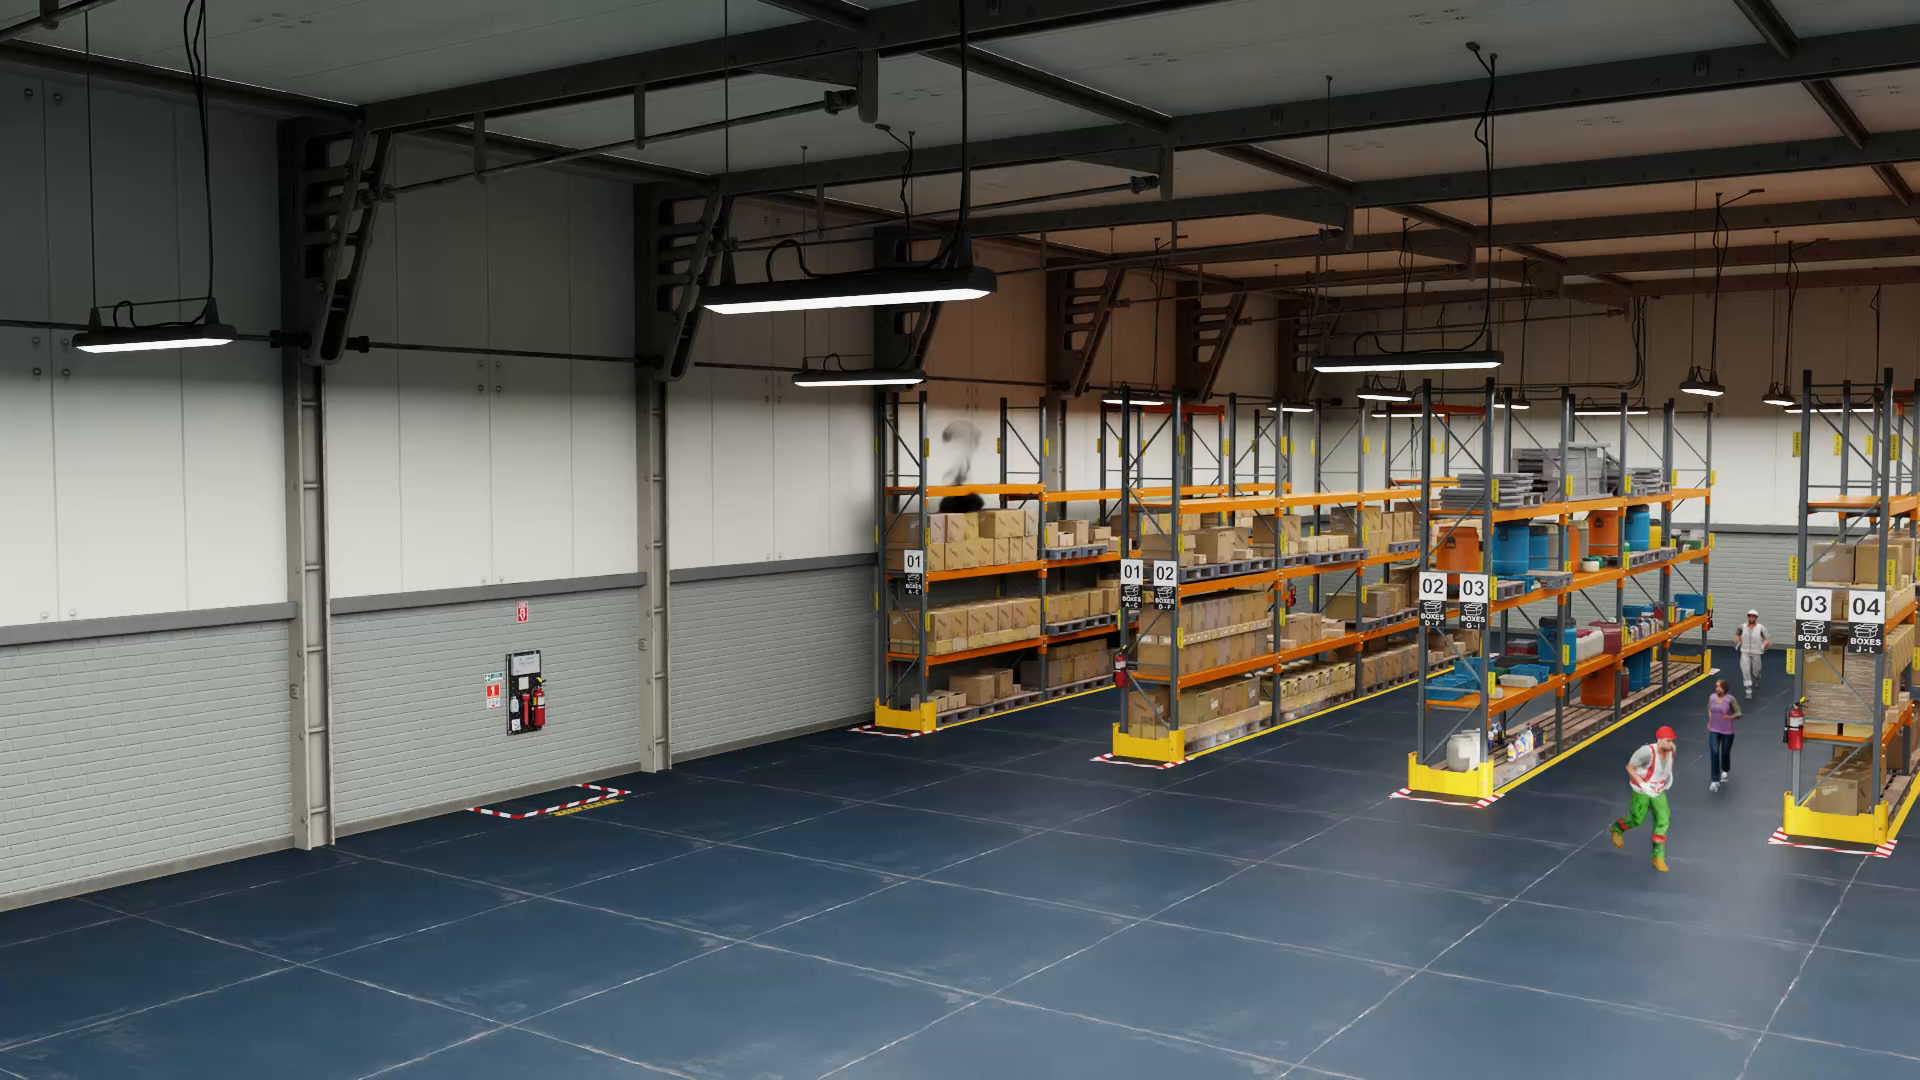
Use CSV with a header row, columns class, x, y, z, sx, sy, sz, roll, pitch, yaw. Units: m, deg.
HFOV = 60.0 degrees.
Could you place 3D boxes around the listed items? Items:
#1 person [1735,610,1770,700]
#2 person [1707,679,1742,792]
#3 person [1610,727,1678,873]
class,x,y,z,sx,sy,sz,roll,pitch,yaw
person,15.861,2.281,33.334,0.655,1.774,0.845,2,4,33
person,11.206,2.845,24.413,0.521,1.621,0.801,2,4,36
person,8.248,3.052,20.064,0.689,1.730,1.049,-1,3,-21
